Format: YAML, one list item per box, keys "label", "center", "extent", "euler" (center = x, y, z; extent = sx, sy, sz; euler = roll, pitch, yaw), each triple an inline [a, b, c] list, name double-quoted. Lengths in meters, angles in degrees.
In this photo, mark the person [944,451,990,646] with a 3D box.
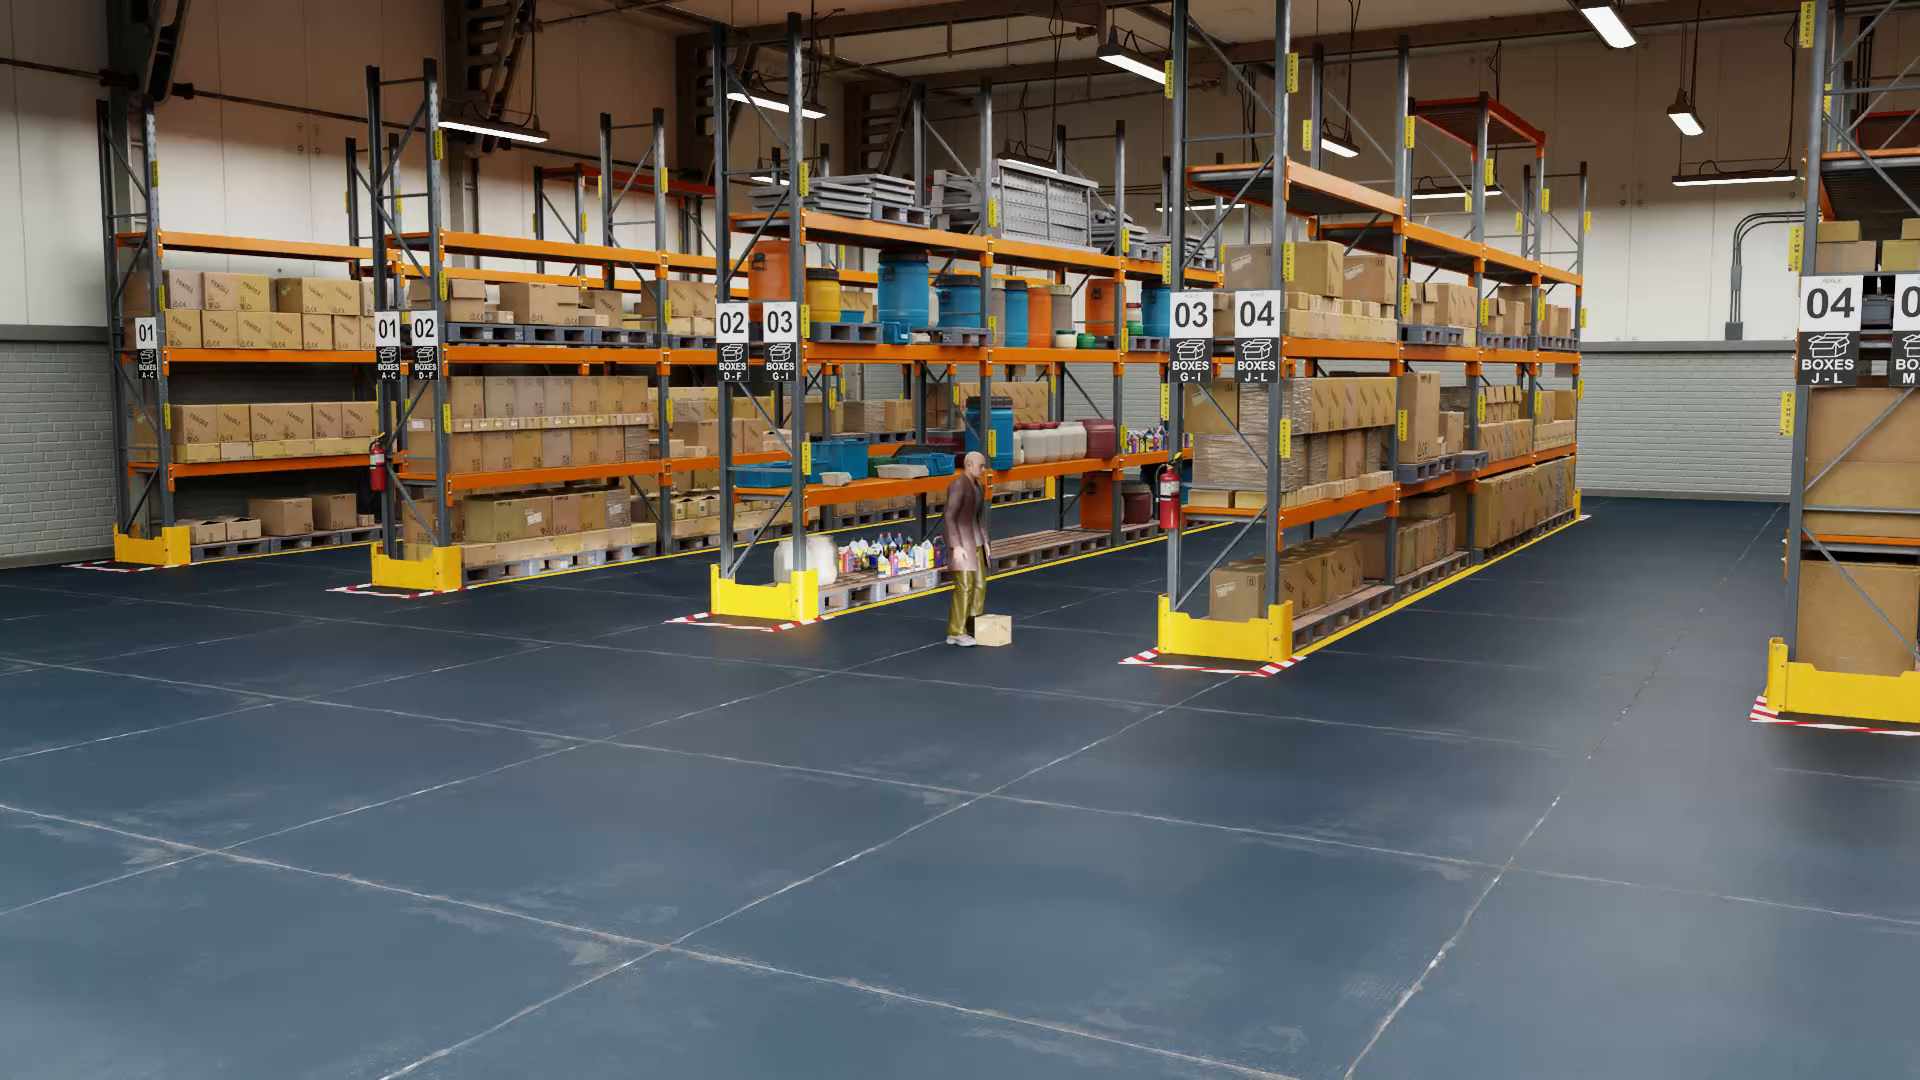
- label: "person"
  center: [0.083, 0.065, 15.420]
  extent: [0.426, 1.774, 0.644]
  euler: [3, 7, 29]
